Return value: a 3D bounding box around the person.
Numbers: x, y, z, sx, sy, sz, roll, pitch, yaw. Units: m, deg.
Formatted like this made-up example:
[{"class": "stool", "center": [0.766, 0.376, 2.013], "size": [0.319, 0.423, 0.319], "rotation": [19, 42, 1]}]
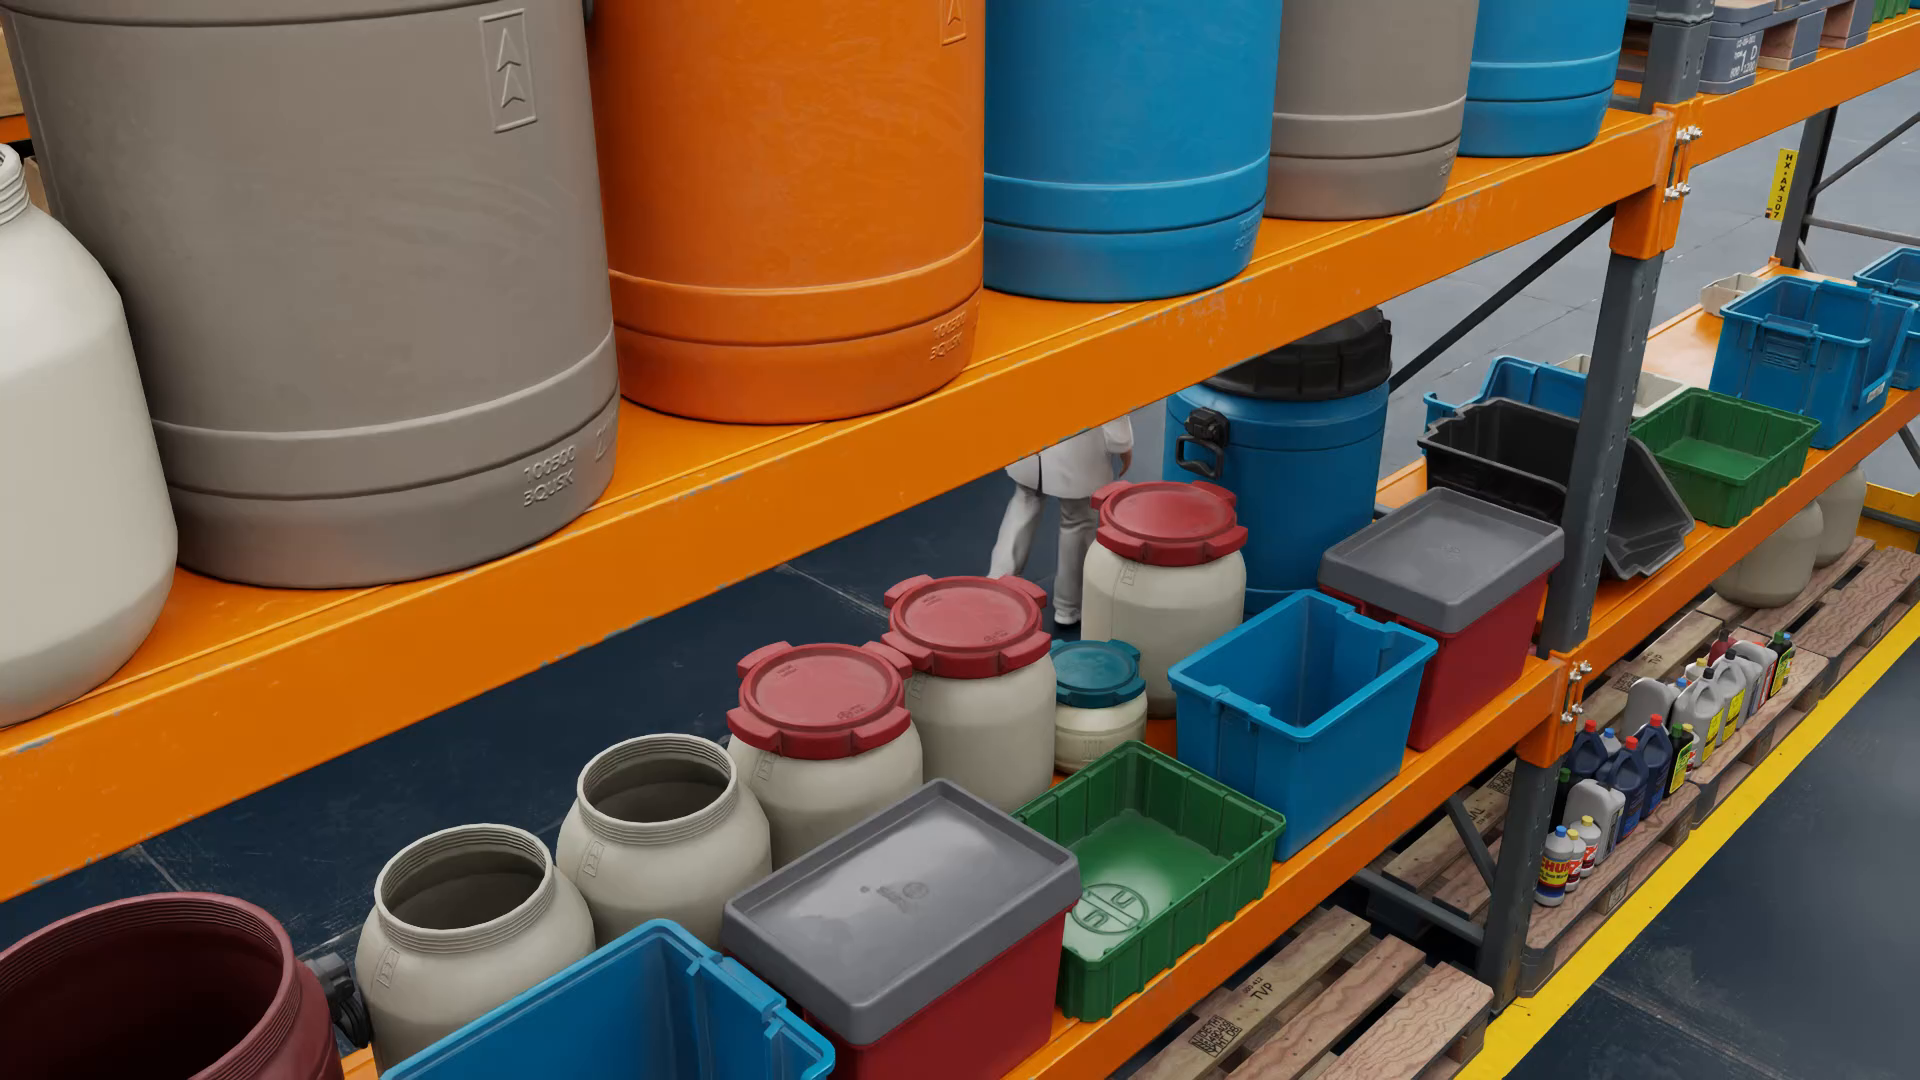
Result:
[{"class": "person", "center": [0.412, -0.447, 6.963], "size": [0.639, 1.785, 0.652], "rotation": [17, 32, 29]}]
